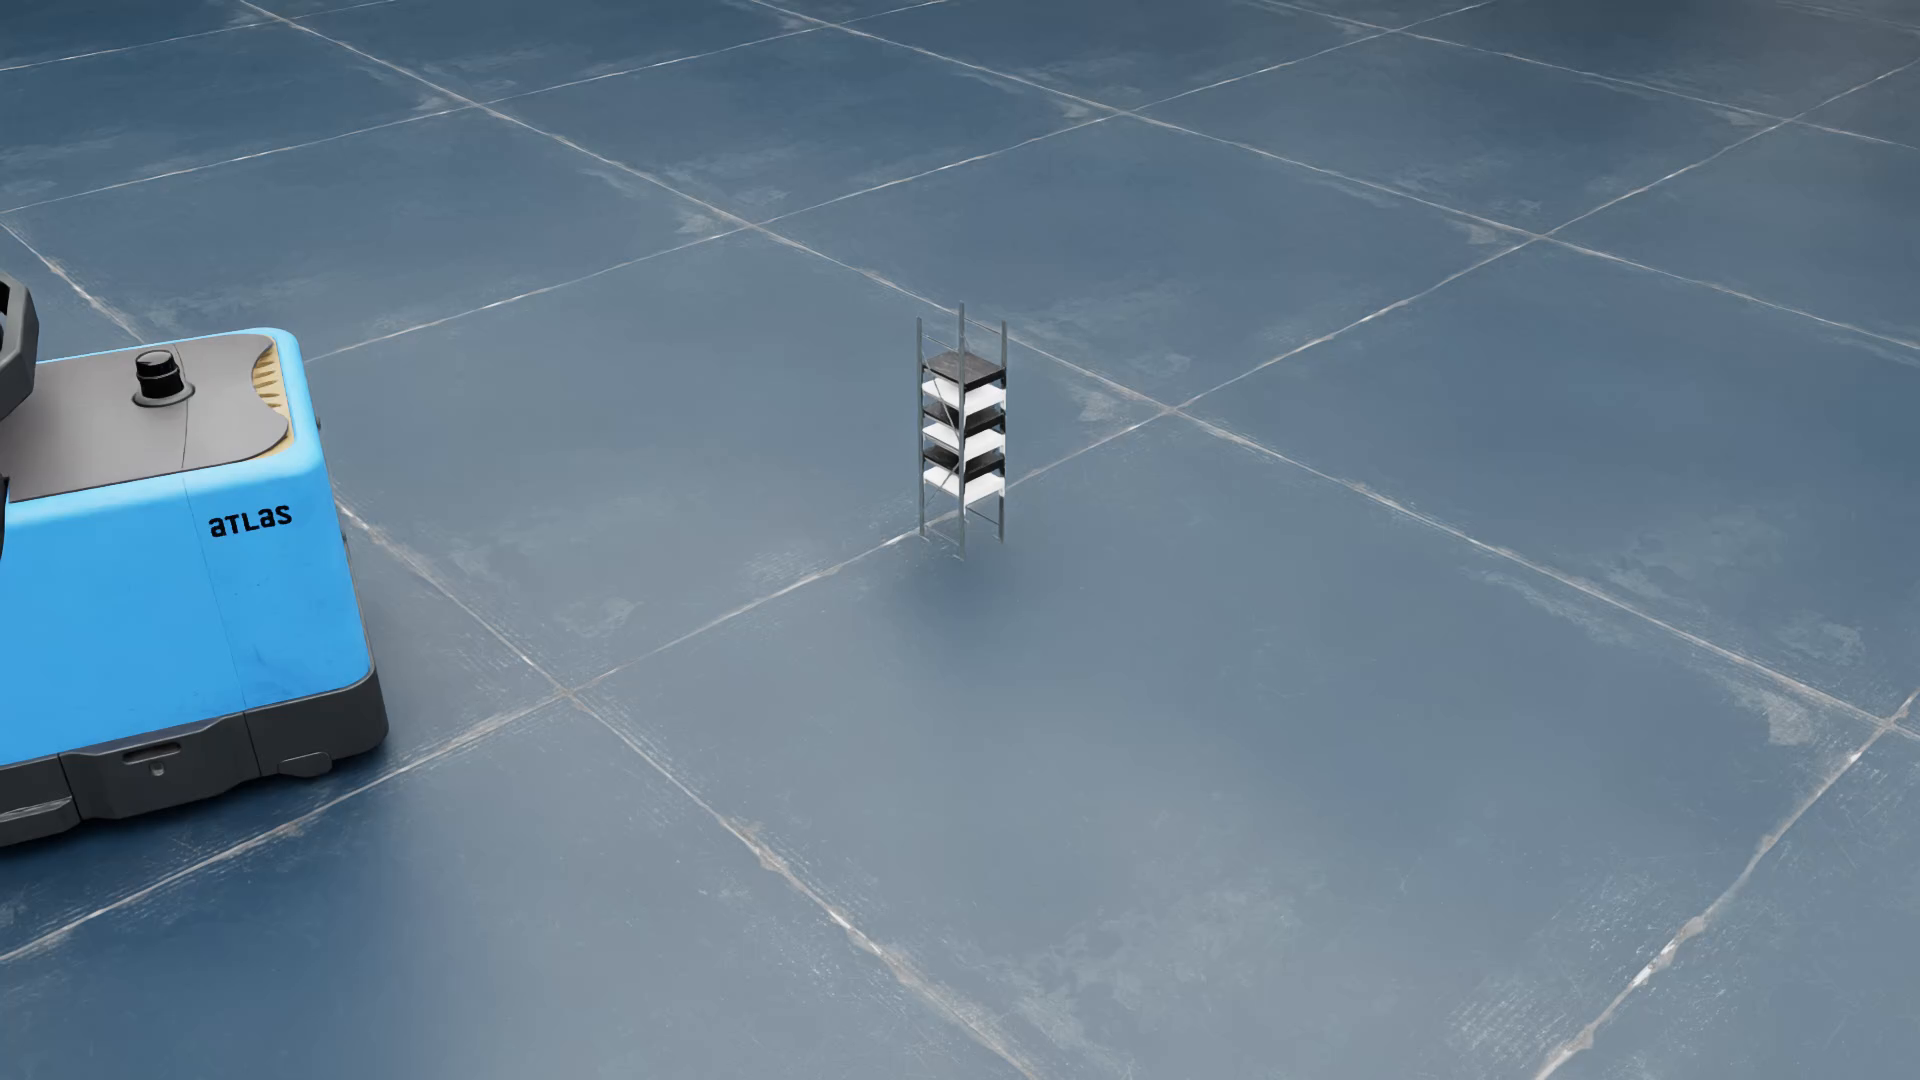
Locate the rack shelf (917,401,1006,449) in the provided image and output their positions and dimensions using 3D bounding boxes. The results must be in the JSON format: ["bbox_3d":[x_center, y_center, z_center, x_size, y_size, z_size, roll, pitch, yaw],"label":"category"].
[{"bbox_3d":[0.006,-0.435,5.990,0.200,0.077,0.258,-26,40,-35],"label":"rack shelf"}]

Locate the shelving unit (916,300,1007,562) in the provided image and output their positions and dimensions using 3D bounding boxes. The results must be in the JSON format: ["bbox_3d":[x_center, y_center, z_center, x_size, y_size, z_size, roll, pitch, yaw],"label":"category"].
[{"bbox_3d":[0.006,-0.387,6.020,0.210,0.900,0.258,-26,40,-35],"label":"shelving unit"}]

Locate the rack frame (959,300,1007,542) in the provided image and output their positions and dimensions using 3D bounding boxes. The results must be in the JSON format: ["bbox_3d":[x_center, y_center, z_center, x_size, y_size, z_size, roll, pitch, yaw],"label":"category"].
[{"bbox_3d":[0.081,-0.423,6.079,0.006,0.900,0.240,-26,40,-35],"label":"rack frame"}]

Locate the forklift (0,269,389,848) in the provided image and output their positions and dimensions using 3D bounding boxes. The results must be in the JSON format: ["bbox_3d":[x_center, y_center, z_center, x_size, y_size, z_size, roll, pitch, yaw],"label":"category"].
[{"bbox_3d":[-3.331,-0.497,4.253,3.031,2.935,1.130,-13,34,-20],"label":"forklift"}]

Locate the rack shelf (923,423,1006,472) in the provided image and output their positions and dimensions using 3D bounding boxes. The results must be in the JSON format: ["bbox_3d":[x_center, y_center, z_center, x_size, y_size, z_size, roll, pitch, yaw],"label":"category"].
[{"bbox_3d":[0.006,-0.358,6.037,0.200,0.077,0.258,-26,40,-35],"label":"rack shelf"}]

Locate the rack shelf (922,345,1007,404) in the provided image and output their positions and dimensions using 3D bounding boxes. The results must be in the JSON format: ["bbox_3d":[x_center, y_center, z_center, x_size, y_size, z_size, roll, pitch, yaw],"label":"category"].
[{"bbox_3d":[0.006,-0.589,5.896,0.200,0.077,0.258,-26,40,-35],"label":"rack shelf"}]

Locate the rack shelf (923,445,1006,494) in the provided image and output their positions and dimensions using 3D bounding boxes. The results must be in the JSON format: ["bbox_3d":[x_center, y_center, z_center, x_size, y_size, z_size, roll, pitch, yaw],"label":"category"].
[{"bbox_3d":[0.006,-0.282,6.084,0.200,0.077,0.258,-26,40,-35],"label":"rack shelf"}]

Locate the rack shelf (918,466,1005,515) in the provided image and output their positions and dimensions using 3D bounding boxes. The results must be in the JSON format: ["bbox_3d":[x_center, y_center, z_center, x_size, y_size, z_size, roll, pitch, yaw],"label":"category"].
[{"bbox_3d":[0.006,-0.205,6.131,0.200,0.077,0.258,-26,40,-35],"label":"rack shelf"}]

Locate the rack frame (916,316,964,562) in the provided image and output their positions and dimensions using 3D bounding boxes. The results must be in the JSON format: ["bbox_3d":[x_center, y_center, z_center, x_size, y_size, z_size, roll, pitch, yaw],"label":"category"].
[{"bbox_3d":[-0.069,-0.351,5.961,0.006,0.900,0.240,-26,40,-35],"label":"rack frame"}]

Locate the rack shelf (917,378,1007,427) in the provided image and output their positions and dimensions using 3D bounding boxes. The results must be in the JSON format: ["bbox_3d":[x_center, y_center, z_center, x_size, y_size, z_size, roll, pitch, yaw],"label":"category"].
[{"bbox_3d":[0.006,-0.512,5.943,0.200,0.077,0.258,-26,40,-35],"label":"rack shelf"}]
